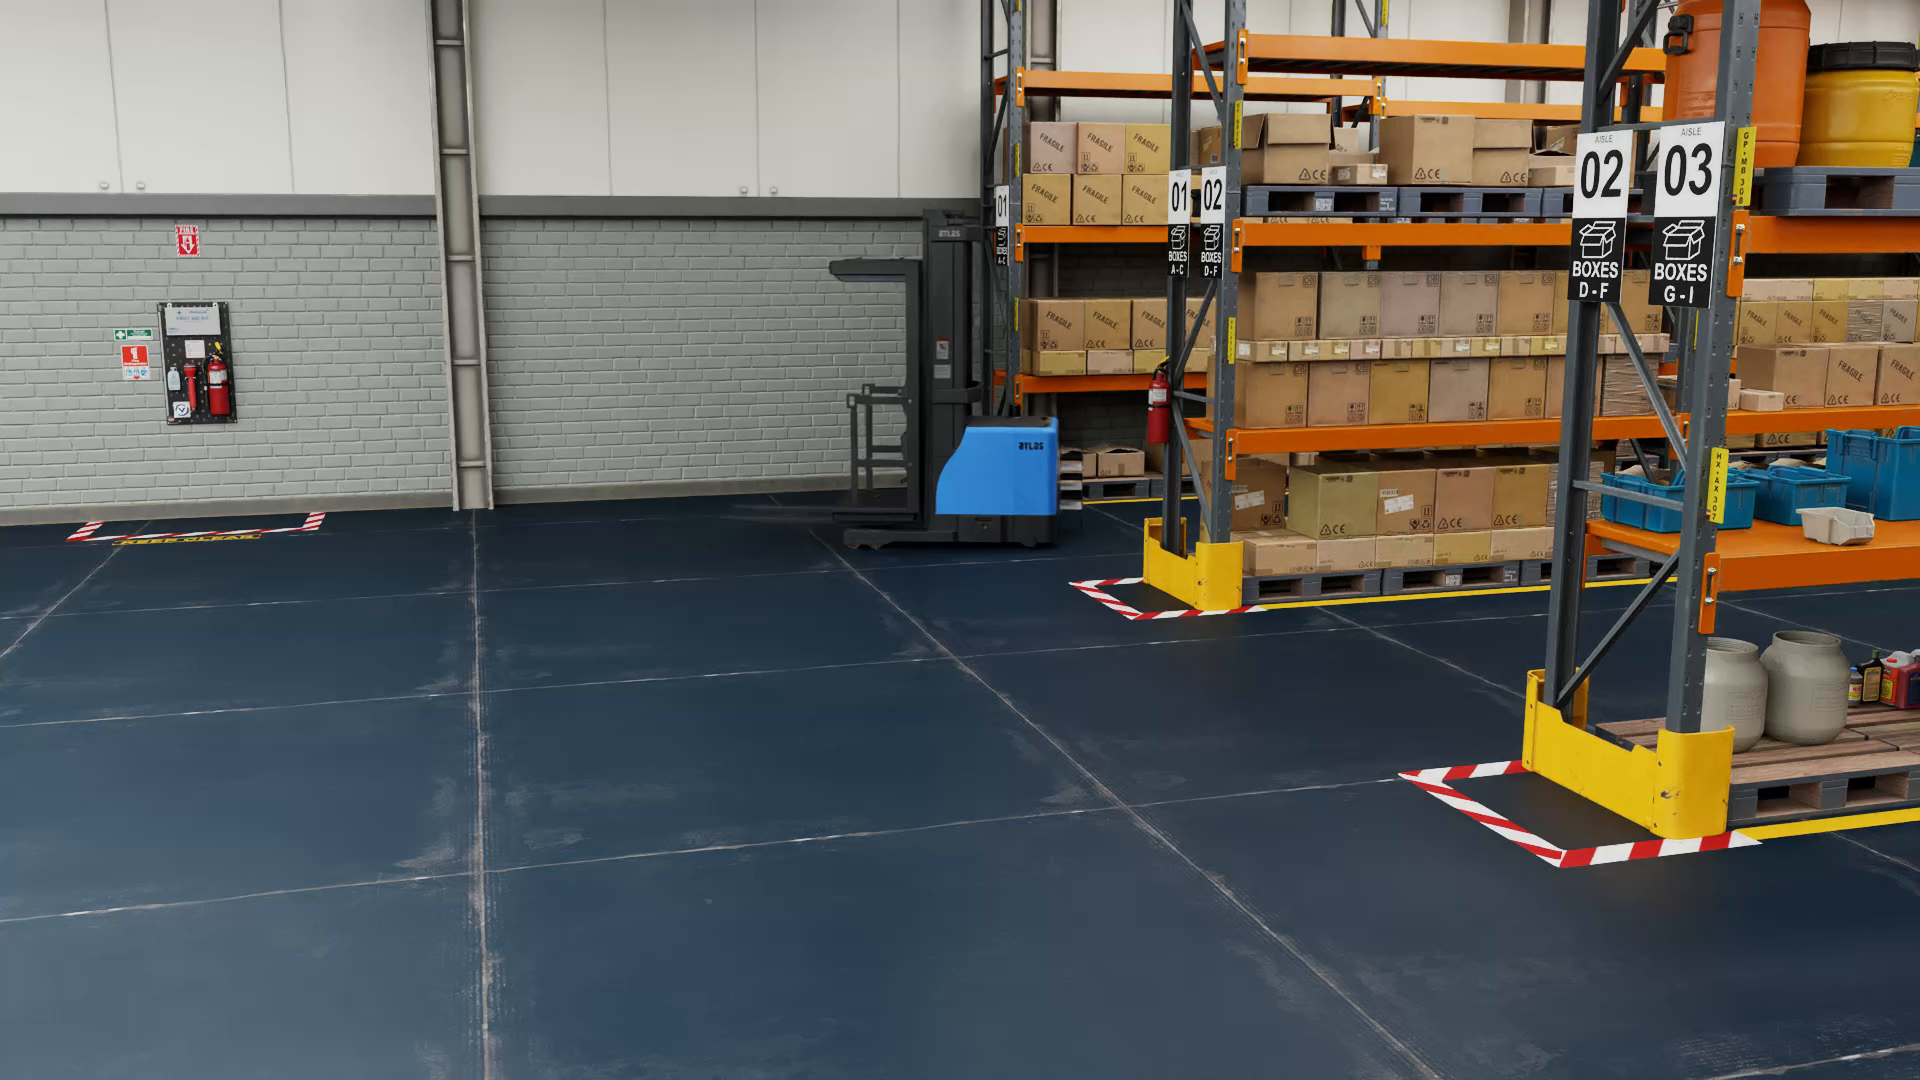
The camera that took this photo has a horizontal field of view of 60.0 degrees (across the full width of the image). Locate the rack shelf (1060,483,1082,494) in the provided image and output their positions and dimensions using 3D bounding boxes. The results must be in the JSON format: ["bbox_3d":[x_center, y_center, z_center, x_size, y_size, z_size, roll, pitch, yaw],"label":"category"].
[{"bbox_3d":[1.027,-0.479,15.349,0.200,0.077,0.258,1,10,3],"label":"rack shelf"}]

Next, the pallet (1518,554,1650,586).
[{"bbox_3d":[4.861,0.141,13.700,1.213,0.211,1.003,-3,11,-16],"label":"pallet"}]

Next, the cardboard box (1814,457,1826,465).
[{"bbox_3d":[7.900,-0.567,14.729,0.500,0.311,0.500,-3,11,-17],"label":"cardboard box"}]

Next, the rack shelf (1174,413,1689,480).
[{"bbox_3d":[3.716,-0.809,13.142,4.000,0.370,1.077,-3,11,-16],"label":"rack shelf"}]

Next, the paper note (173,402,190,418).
[{"bbox_3d":[-7.495,-1.256,16.016,0.142,0.148,0.016,-3,11,-16],"label":"paper note"}]

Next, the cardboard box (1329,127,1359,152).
[{"bbox_3d":[3.843,-4.078,17.536,0.500,0.500,0.500,-4,11,-21],"label":"cardboard box"}]

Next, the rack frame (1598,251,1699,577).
[{"bbox_3d":[5.637,-1.264,13.626,0.127,3.000,1.000,-3,11,-16],"label":"rack frame"}]

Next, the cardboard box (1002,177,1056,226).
[{"bbox_3d":[0.738,-3.522,17.275,0.500,0.500,0.500,-2,11,-12],"label":"cardboard box"}]

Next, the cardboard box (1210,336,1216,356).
[{"bbox_3d":[2.110,-1.482,12.744,0.250,0.149,0.380,-3,11,-17],"label":"cardboard box"}]

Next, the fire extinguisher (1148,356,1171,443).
[{"bbox_3d":[1.553,-1.098,12.940,0.183,0.674,0.296,-3,11,-16],"label":"fire extinguisher"}]

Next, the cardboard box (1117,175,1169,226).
[{"bbox_3d":[1.822,-3.478,17.037,0.500,0.500,0.500,-2,11,-13],"label":"cardboard box"}]

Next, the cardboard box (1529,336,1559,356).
[{"bbox_3d":[4.458,-1.530,13.003,0.250,0.149,0.380,-3,11,-16],"label":"cardboard box"}]

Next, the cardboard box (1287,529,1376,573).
[{"bbox_3d":[2.852,0.070,12.816,0.500,0.250,0.500,-3,11,-16],"label":"cardboard box"}]

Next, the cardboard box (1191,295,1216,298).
[{"bbox_3d":[2.761,-2.392,18.044,0.500,0.500,0.500,-3,11,-14],"label":"cardboard box"}]

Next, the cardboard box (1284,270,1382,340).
[{"bbox_3d":[2.802,-1.800,12.681,0.500,0.500,0.700,-3,11,-17],"label":"cardboard box"}]

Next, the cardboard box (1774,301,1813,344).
[{"bbox_3d":[9.609,-2.562,19.527,0.500,0.500,0.500,-3,11,-16],"label":"cardboard box"}]

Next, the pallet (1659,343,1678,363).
[{"bbox_3d":[7.435,-2.178,19.123,1.003,0.211,1.213,-3,11,-16],"label":"pallet"}]

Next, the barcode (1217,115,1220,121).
[{"bbox_3d":[2.794,-4.539,17.883,0.075,0.075,0.001,-3,11,-16],"label":"barcode"}]

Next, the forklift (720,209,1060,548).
[{"bbox_3d":[-0.622,-1.462,14.890,3.031,2.935,1.130,1,10,4],"label":"forklift"}]

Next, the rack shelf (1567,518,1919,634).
[{"bbox_3d":[5.097,0.053,8.463,4.000,0.370,1.077,-3,11,-16],"label":"rack shelf"}]

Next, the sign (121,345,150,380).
[{"bbox_3d":[-7.866,-1.694,15.862,0.234,0.329,0.001,-3,11,-16],"label":"sign"}]

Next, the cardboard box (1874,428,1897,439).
[{"bbox_3d":[11.342,-1.623,20.357,0.750,0.750,0.750,-3,11,-15],"label":"cardboard box"}]

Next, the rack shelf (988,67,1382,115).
[{"bbox_3d":[2.328,-4.618,17.275,4.000,0.370,1.077,-3,11,-16],"label":"rack shelf"}]

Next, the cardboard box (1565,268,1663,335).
[{"bbox_3d":[5.212,-1.927,13.372,0.500,0.500,0.700,-3,11,-16],"label":"cardboard box"}]

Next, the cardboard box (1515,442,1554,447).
[{"bbox_3d":[6.416,-1.233,19.147,0.500,0.500,0.700,-3,11,-16],"label":"cardboard box"}]

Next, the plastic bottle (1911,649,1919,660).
[{"bbox_3d":[5.201,0.739,9.055,0.135,0.276,0.152,-3,11,-18],"label":"plastic bottle"}]

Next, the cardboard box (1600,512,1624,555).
[{"bbox_3d":[5.253,-0.057,13.503,0.500,0.250,0.500,-3,11,-16],"label":"cardboard box"}]

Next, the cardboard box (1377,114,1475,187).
[{"bbox_3d":[3.467,-2.898,12.394,0.500,0.500,0.500,-3,11,-16],"label":"cardboard box"}]

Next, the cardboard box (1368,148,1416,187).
[{"bbox_3d":[3.362,-2.900,12.931,0.500,0.311,0.500,-2,11,-9],"label":"cardboard box"}]

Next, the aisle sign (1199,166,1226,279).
[{"bbox_3d":[1.819,-2.283,11.984,0.004,0.787,0.394,-3,11,-16],"label":"aisle sign"}]

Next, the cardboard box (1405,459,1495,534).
[{"bbox_3d":[3.814,-0.348,13.017,0.500,0.500,0.500,-3,11,-16],"label":"cardboard box"}]

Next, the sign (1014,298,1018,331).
[{"bbox_3d":[0.560,-2.254,16.613,0.005,0.325,0.100,-3,11,-16],"label":"sign"}]

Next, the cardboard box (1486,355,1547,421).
[{"bbox_3d":[4.225,-1.237,13.204,0.500,0.500,0.700,-3,11,-15],"label":"cardboard box"}]

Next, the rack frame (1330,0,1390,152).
[{"bbox_3d":[4.249,-5.075,17.760,0.127,3.000,1.000,-3,11,-16],"label":"rack frame"}]

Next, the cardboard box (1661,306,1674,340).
[{"bbox_3d":[8.469,-2.602,19.743,0.500,0.500,0.500,-3,11,-16],"label":"cardboard box"}]

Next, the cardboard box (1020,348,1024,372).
[{"bbox_3d":[0.803,-1.916,17.527,0.500,0.250,0.500,-3,11,-15],"label":"cardboard box"}]

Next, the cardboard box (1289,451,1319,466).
[{"bbox_3d":[3.743,-0.915,18.344,0.250,0.166,0.380,-5,11,-23],"label":"cardboard box"}]

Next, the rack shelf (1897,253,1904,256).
[{"bbox_3d":[10.009,-3.550,19.746,4.000,0.370,1.077,-3,11,-16],"label":"rack shelf"}]

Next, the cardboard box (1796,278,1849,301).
[{"bbox_3d":[10.080,-2.960,19.614,0.500,0.250,0.500,-3,11,-17],"label":"cardboard box"}]

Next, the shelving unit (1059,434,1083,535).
[{"bbox_3d":[1.027,-0.512,15.343,0.210,0.900,0.258,1,10,3],"label":"shelving unit"}]

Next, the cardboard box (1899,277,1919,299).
[{"bbox_3d":[11.553,-3.036,20.026,0.500,0.250,0.500,-3,11,-15],"label":"cardboard box"}]

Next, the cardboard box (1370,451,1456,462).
[{"bbox_3d":[3.664,-0.441,13.523,0.500,0.500,0.500,-3,11,-16],"label":"cardboard box"}]

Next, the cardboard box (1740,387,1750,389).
[{"bbox_3d":[6.430,-1.274,14.054,0.258,0.266,0.396,-3,11,-17],"label":"cardboard box"}]

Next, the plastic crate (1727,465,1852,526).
[{"bbox_3d":[4.199,-0.236,8.455,0.408,0.251,0.499,-3,11,-16],"label":"plastic crate"}]

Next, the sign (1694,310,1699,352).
[{"bbox_3d":[5.793,-1.632,13.017,0.005,0.325,0.100,-3,11,-16],"label":"sign"}]

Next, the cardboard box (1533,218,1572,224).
[{"bbox_3d":[6.819,-3.813,18.851,0.637,0.503,0.797,-1,11,-8],"label":"cardboard box"}]

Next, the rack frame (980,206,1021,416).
[{"bbox_3d":[0.408,-1.922,17.203,0.127,3.000,1.000,-3,11,-16],"label":"rack frame"}]

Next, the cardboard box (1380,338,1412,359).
[{"bbox_3d":[3.224,-1.464,12.649,0.250,0.149,0.380,-3,11,-18],"label":"cardboard box"}]

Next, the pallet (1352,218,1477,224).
[{"bbox_3d":[4.871,-3.520,18.117,1.003,0.211,1.213,-3,11,-16],"label":"pallet"}]
